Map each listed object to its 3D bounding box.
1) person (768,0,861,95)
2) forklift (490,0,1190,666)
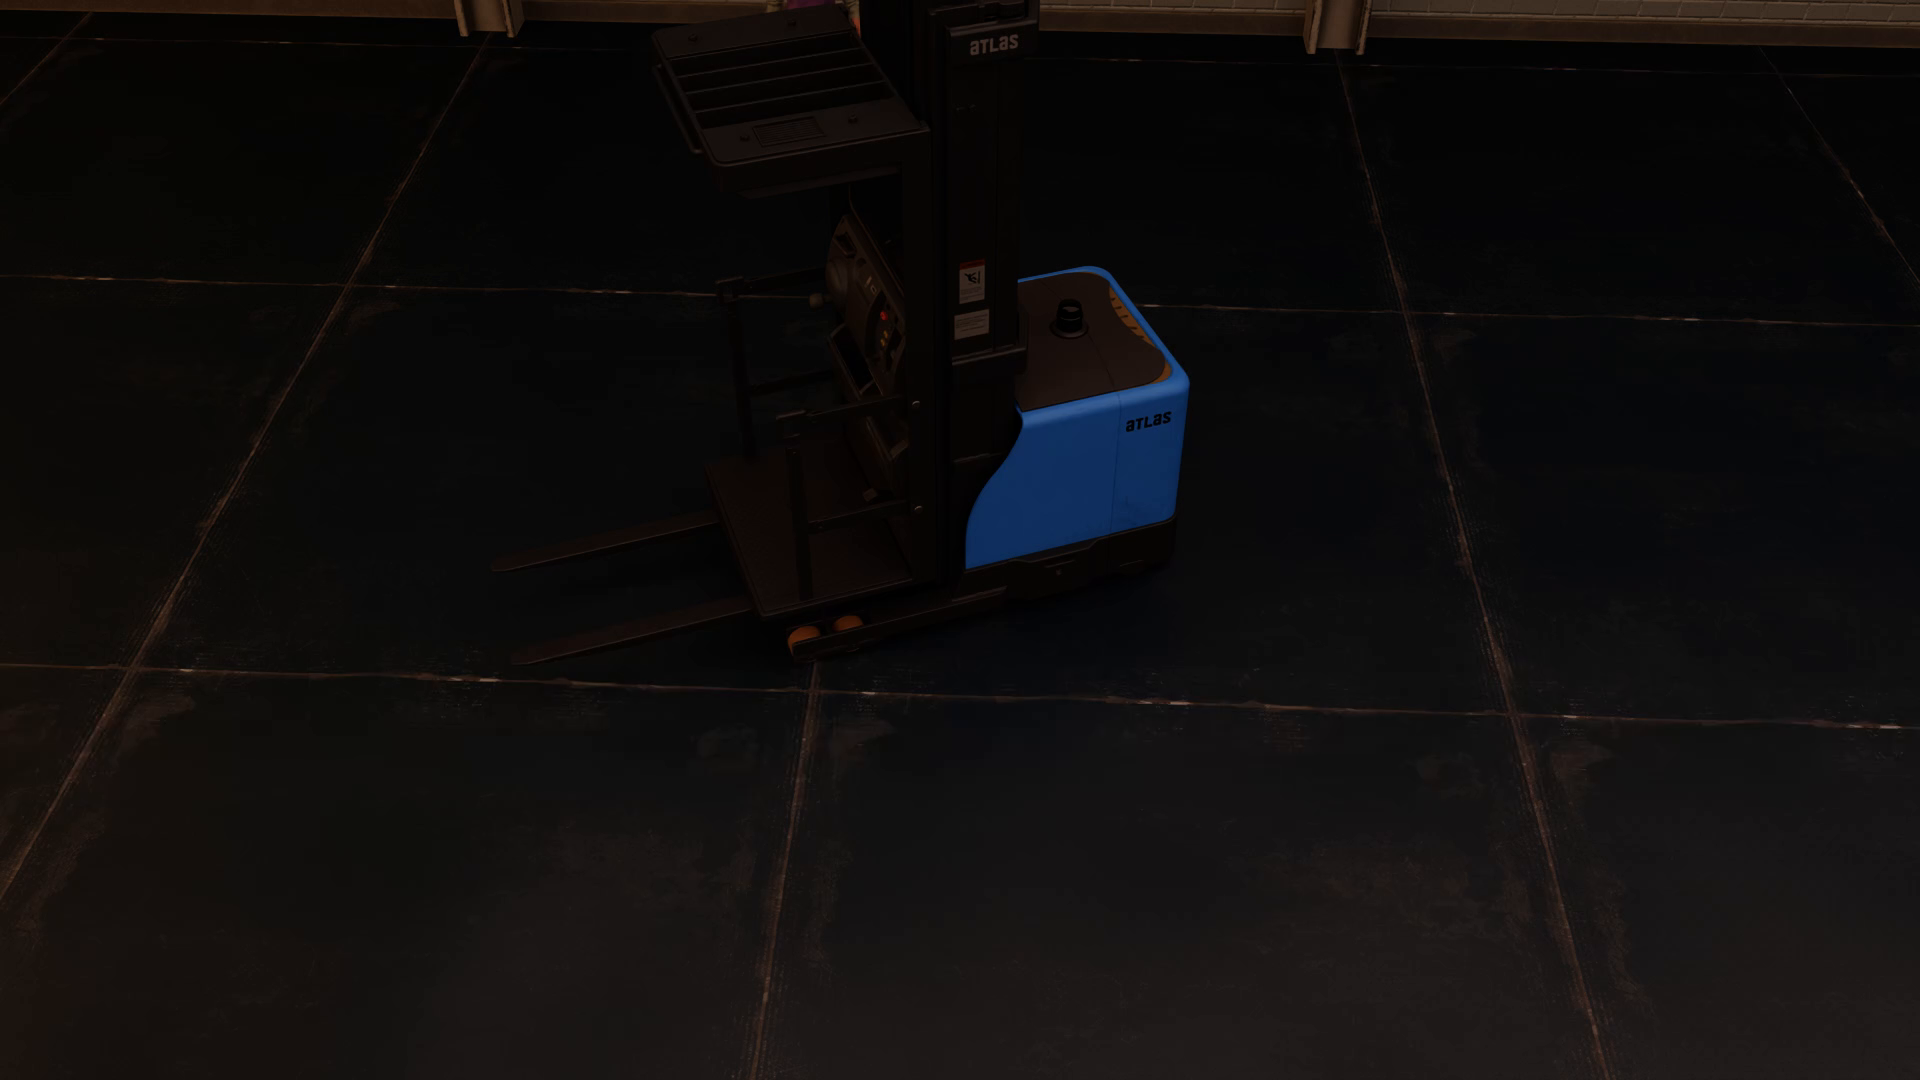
[{"bbox_3d":[-0.863,-2.997,10.025,0.582,1.587,0.366,-7,43,-8],"label":"person"},{"bbox_3d":[-0.573,-0.945,6.778,3.031,2.935,1.130,-13,44,-14],"label":"forklift"}]
